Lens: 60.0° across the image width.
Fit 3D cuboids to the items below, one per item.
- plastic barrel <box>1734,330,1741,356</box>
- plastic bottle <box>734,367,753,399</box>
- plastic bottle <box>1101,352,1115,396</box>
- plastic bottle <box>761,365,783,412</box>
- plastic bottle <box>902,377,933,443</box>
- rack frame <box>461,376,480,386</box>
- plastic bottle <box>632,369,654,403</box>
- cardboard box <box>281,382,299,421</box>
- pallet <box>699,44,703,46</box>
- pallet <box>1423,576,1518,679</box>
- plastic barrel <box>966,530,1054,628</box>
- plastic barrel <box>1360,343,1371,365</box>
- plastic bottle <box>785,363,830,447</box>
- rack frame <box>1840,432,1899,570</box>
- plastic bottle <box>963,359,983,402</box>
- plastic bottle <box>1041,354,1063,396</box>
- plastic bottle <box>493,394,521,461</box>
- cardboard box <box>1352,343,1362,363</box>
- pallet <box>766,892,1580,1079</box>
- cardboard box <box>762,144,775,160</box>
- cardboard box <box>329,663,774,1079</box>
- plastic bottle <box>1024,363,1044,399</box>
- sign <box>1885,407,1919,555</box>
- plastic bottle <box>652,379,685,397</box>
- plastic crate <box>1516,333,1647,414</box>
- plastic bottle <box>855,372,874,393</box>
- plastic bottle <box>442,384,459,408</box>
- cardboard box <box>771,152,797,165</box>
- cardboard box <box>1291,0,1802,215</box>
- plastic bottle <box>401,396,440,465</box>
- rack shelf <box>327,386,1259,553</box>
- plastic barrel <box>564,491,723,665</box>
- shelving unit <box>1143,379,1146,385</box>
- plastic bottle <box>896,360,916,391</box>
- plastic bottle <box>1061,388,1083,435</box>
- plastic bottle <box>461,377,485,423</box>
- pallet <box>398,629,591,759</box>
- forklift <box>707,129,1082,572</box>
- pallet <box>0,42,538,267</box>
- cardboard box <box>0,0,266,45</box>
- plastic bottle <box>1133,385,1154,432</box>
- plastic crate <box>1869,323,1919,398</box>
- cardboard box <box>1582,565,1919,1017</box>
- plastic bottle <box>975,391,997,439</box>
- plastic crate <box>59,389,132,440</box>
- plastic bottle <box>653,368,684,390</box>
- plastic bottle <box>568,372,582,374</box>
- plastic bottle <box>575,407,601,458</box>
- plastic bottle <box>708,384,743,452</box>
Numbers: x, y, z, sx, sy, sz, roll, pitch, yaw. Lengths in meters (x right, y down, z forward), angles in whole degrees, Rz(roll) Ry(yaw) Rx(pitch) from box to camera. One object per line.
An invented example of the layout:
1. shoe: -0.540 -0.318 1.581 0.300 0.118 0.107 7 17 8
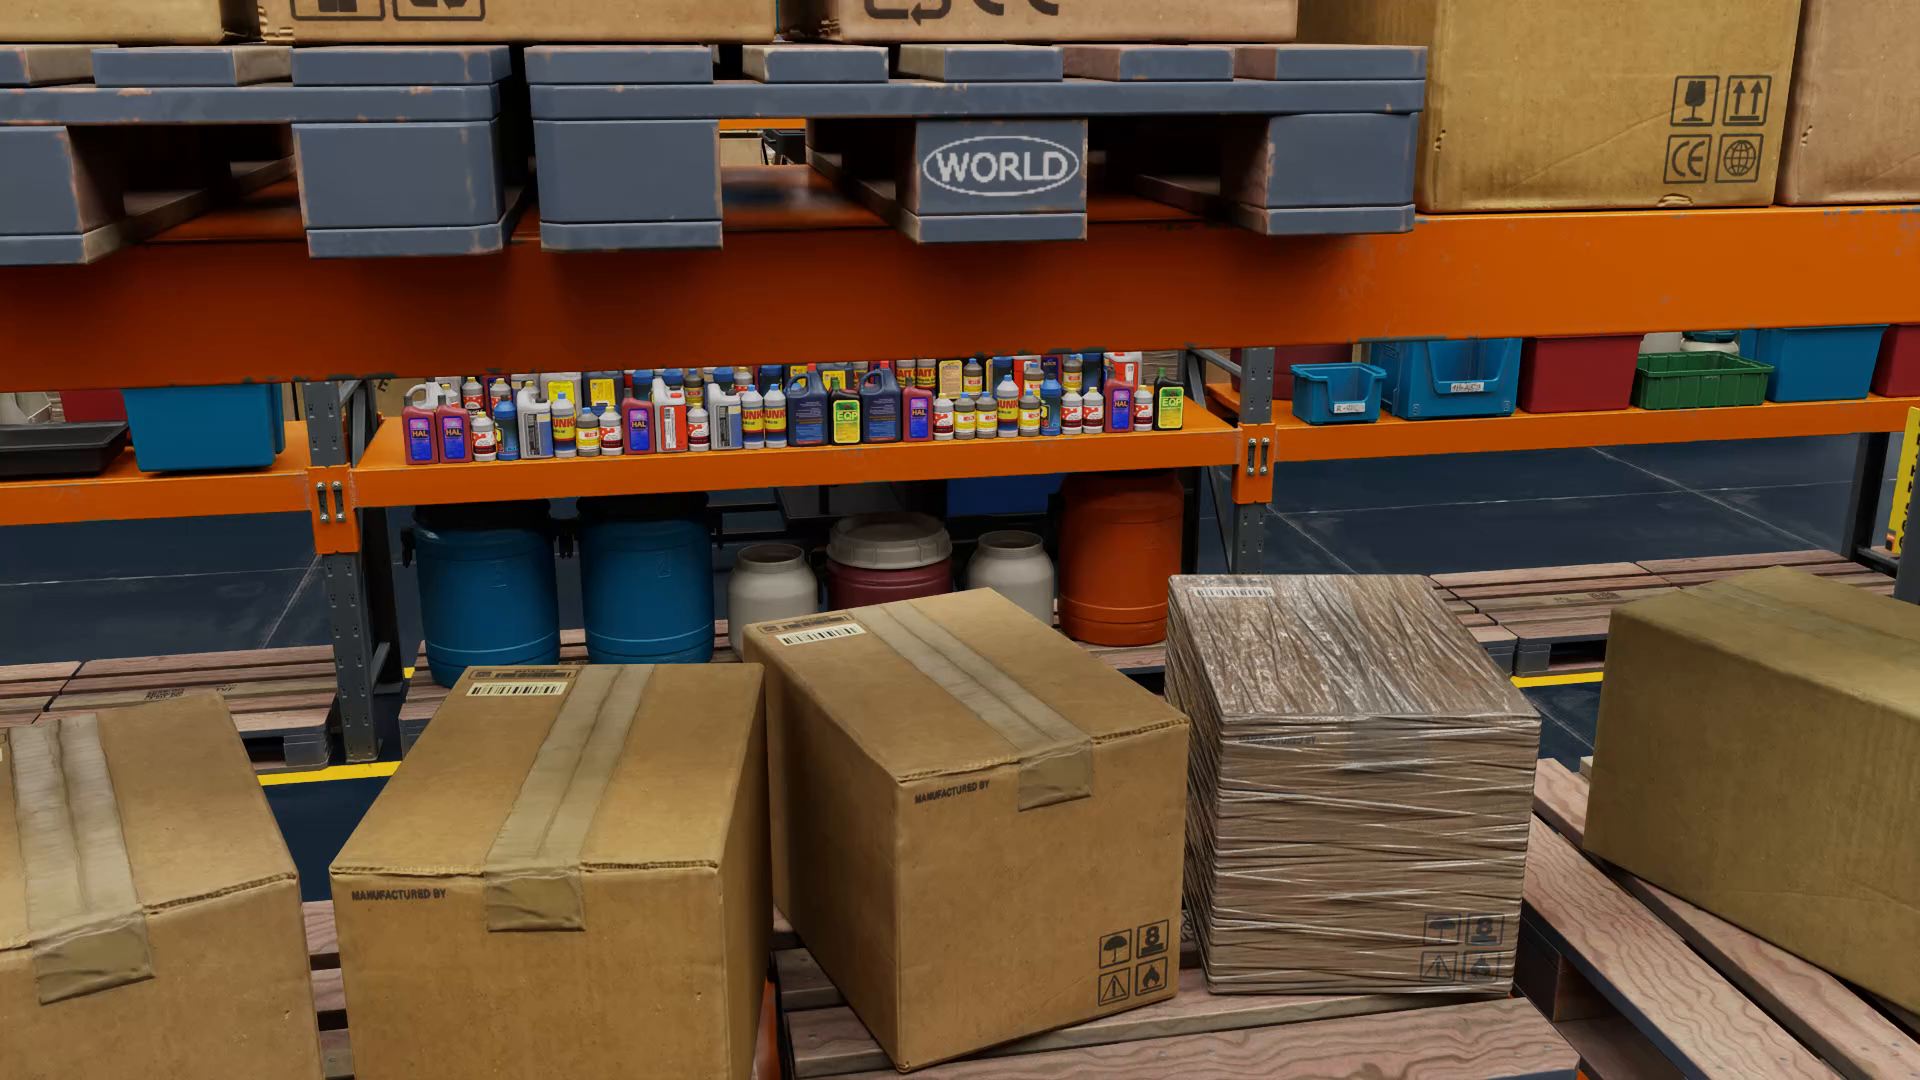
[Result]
1. plastic barrel: 4.199 -1.133 8.662 0.433 0.535 0.433 0 17 0
2. plastic bottle: -1.027 -0.716 7.873 0.097 0.201 0.097 0 17 0
3. plastic bottle: 0.766 -0.845 8.167 0.135 0.276 0.152 -3 17 -10
4. plastic bottle: -0.884 -0.740 7.830 0.097 0.271 0.097 0 17 0
5. plastic bottle: -0.186 -0.571 7.260 0.133 0.283 0.061 -3 17 -10
6. rack frame: -3.614 -2.041 11.847 0.127 3.000 1.000 -3 17 -10
7. plastic bottle: -1.453 -0.680 7.636 0.097 0.271 0.097 0 17 0
8. cardboard box: -5.161 -1.162 11.890 0.875 0.875 0.875 -3 17 -10
9. pallet: -3.287 -6.350 21.089 1.213 0.211 1.003 -2 17 -8
10. pallet: 2.021 0.465 8.437 1.213 0.211 1.003 -3 17 -10
11. plastic barrel: 0.238 0.242 7.936 0.421 0.512 0.421 0 17 0
12. plastic barrel: 2.222 -1.008 8.294 0.421 0.512 0.421 0 17 0
13. plastic bottle: -0.663 -0.588 7.203 0.185 0.351 0.144 -3 17 -10
14. rack frame: 5.180 -1.059 8.649 0.127 3.000 1.000 -3 17 -10
15. plastic bottle: 0.062 -0.778 8.075 0.097 0.201 0.097 0 17 0
16. plastic bottle: 0.435 -0.844 8.149 0.133 0.283 0.061 -3 17 -10
17. plastic bottle: -1.897 -0.473 6.963 0.097 0.271 0.097 0 17 0
18. cardboard box: 3.161 -1.453 13.440 0.500 0.500 0.700 -3 17 -11
19. pallet: 0.280 0.794 2.945 1.213 0.211 1.003 -3 17 -10
20. cardboard box: -1.926 -3.849 16.434 0.250 0.149 0.380 -3 17 -10
21. cardboard box: -0.568 0.548 2.533 0.500 0.500 0.700 -1 17 -2
22. plastic bottle: 0.354 -0.749 7.980 0.097 0.201 0.097 0 17 0
23. sign: 2.080 -0.121 3.624 0.005 0.325 0.100 -3 17 -10
24. plastic bottle: -1.268 -0.565 7.254 0.135 0.276 0.152 -3 17 -10
25. plastic crate: 2.897 -0.868 7.920 0.583 0.464 0.402 -3 17 -10
26. plastic bottle: -0.395 -0.602 7.362 0.133 0.283 0.061 -3 17 -10
27. plastic bottle: -2.307 -0.598 7.489 0.097 0.201 0.097 0 17 0
28. cardboard box: -1.048 -2.719 12.178 0.637 0.503 0.797 -3 17 -9
29. cardboard box: 0.755 -0.798 2.522 0.500 0.500 0.910 -3 17 -10
30. plastic bottle: -2.234 -0.455 6.882 0.133 0.283 0.061 -3 17 -10
31. rack shelf: -0.711 -0.380 7.667 4.000 0.370 1.077 -3 17 -10
32. plastic barrel: -1.442 0.125 7.656 0.708 0.901 0.600 -3 17 -10
33. shelving unit: 1.154 -0.491 10.124 0.252 1.050 0.215 -9 19 -27
34. plastic bottle: -0.260 -0.793 8.005 0.097 0.271 0.097 0 17 0
35. plastic bottle: 0.497 -0.576 7.416 0.097 0.201 0.097 0 17 0
36. plastic bottle: -2.241 -0.647 7.649 0.097 0.201 0.097 0 17 0
37. pallet: -1.909 0.689 7.709 1.213 0.211 1.003 -3 17 -10
38. forklift: -0.618 -1.365 9.765 3.031 2.935 1.130 -3 17 -11
39. pallet: -1.085 -0.545 2.188 1.003 0.211 1.213 -3 17 -10
40. cardboard box: -1.230 -0.922 2.040 0.600 0.600 0.600 -5 18 -16
41. plastic bottle: 0.820 -0.594 7.475 0.097 0.201 0.097 0 17 0
42. plastic crate: 4.763 -0.974 8.265 0.583 0.464 0.402 -3 17 -10
43. cardboard box: 1.592 0.411 2.978 0.500 0.500 0.700 -10 20 -29
44. plastic bottle: 0.115 -0.554 7.345 0.097 0.201 0.097 0 17 0
45. plastic crate: -3.599 -0.695 7.254 0.583 0.464 0.402 -3 17 -10
46. plastic bottle: -1.363 -0.725 7.774 0.135 0.276 0.152 -3 17 -10
47. plastic bottle: -1.834 -0.735 7.680 0.185 0.351 0.144 -3 17 -10
48. plastic bottle: -1.574 -0.458 7.033 0.097 0.201 0.097 0 17 0
49. plastic bottle: -1.011 -0.534 7.153 0.135 0.276 0.152 -3 17 -10
